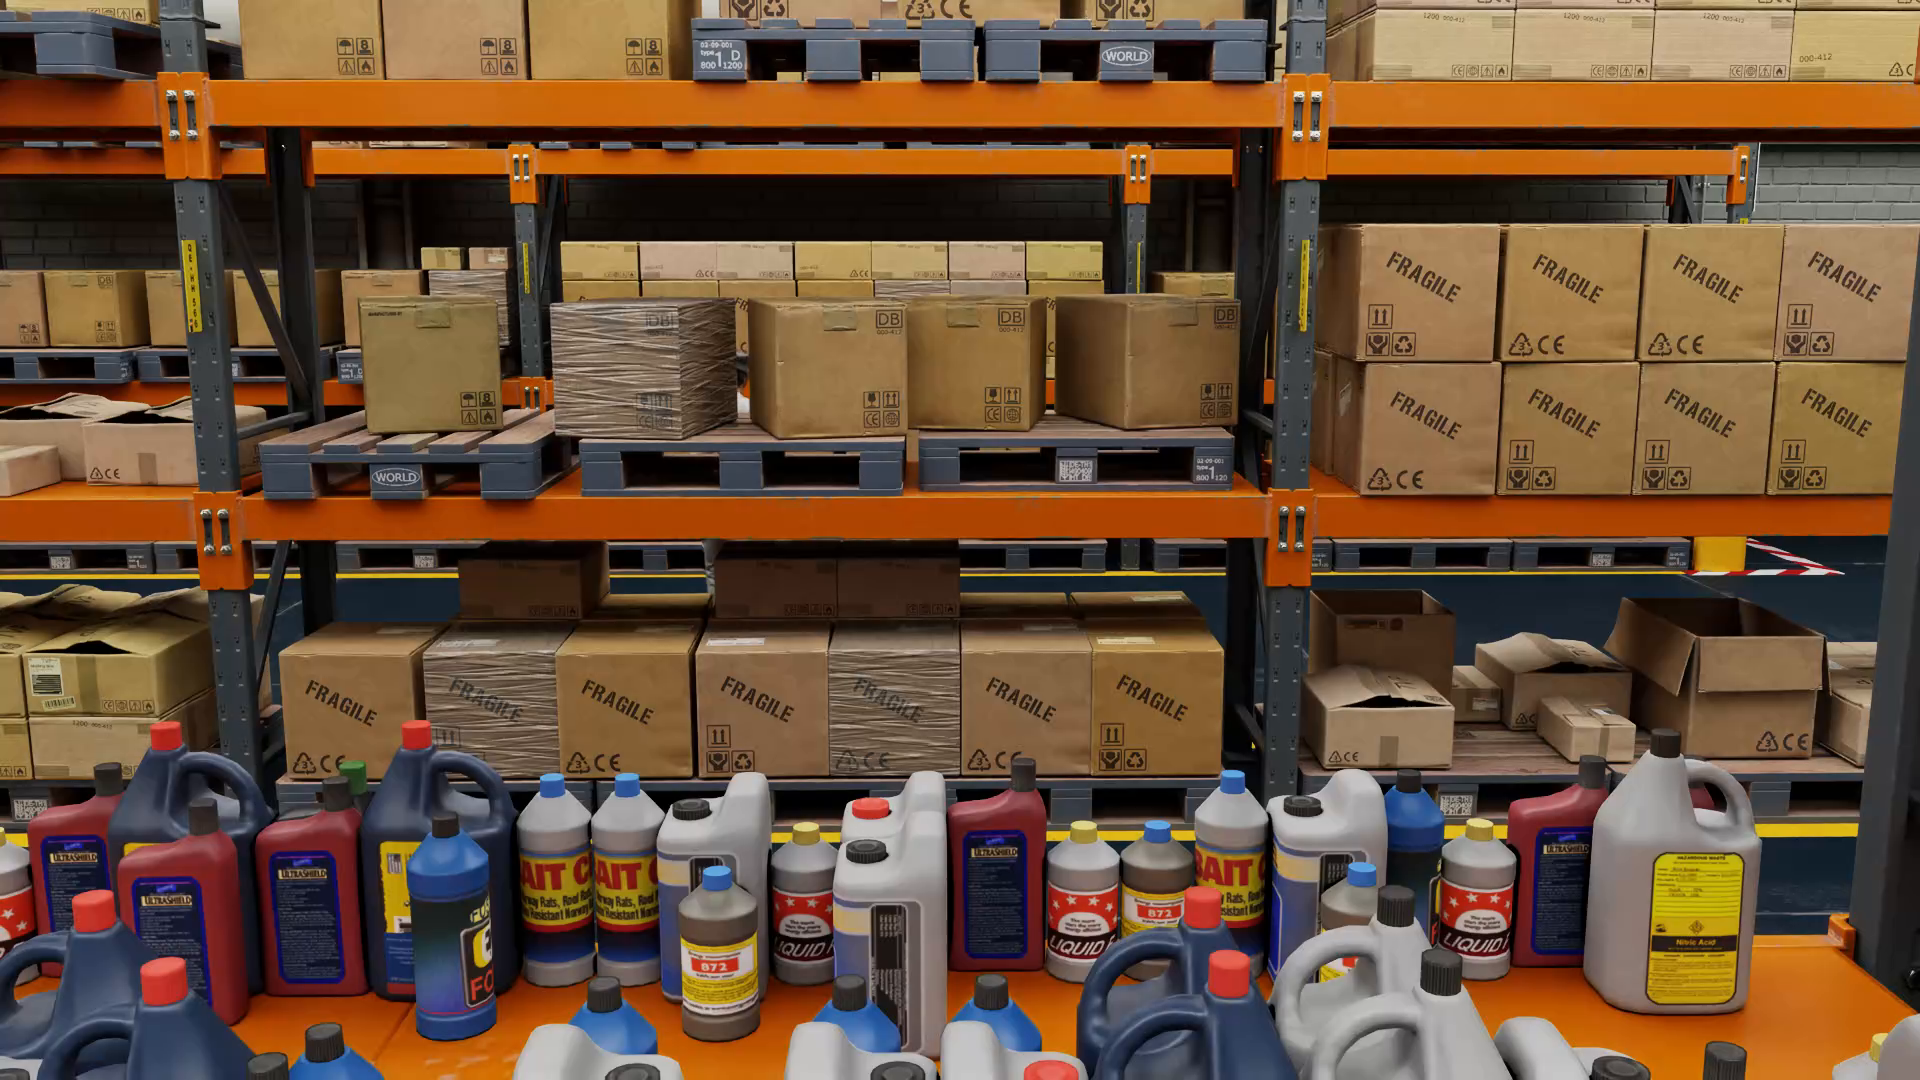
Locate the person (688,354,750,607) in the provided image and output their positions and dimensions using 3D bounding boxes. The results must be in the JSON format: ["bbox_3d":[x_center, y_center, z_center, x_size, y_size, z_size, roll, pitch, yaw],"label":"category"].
[{"bbox_3d":[-1.221,-0.179,8.965,0.488,1.648,0.396,0,10,0],"label":"person"}]
